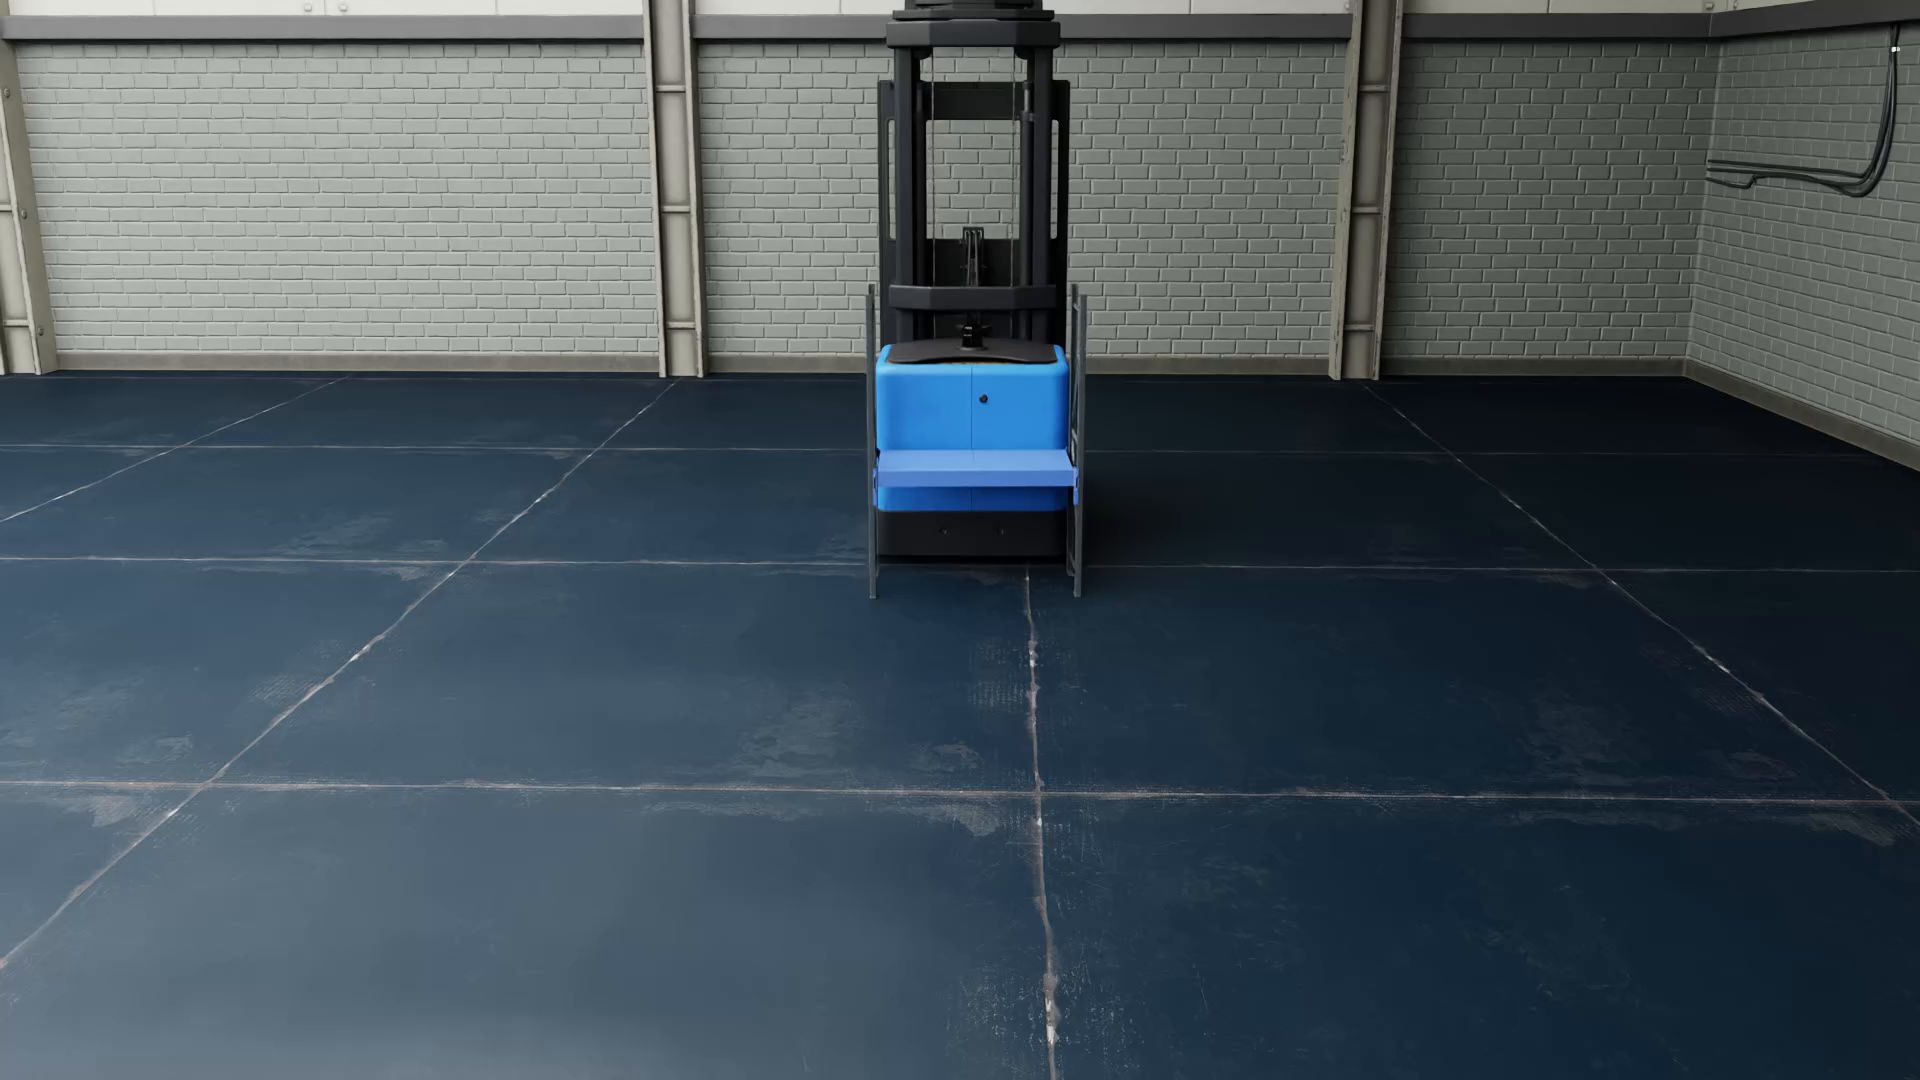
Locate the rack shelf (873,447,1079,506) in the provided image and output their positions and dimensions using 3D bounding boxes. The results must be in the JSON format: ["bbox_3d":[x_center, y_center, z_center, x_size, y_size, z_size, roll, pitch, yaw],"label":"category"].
[{"bbox_3d":[0.072,-0.323,8.330,1.000,0.185,0.538,0,15,-1],"label":"rack shelf"}]

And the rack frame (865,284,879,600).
[{"bbox_3d":[-0.436,-0.494,8.273,0.032,1.500,0.500,0,15,-1],"label":"rack frame"}]

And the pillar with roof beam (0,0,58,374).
[{"bbox_3d":[-8.592,-4.787,9.845,0.400,9.000,9.100,0,15,1],"label":"pillar with roof beam"}]

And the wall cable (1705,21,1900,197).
[{"bbox_3d":[6.426,-3.949,12.755,0.112,2.526,3.097,0,15,1],"label":"wall cable"}]

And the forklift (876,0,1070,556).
[{"bbox_3d":[0.079,-1.650,9.848,1.130,2.935,3.031,0,15,1],"label":"forklift"}]

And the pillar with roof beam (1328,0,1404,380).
[{"bbox_3d":[3.405,-4.709,9.549,0.400,9.000,9.100,0,15,1],"label":"pillar with roof beam"}]

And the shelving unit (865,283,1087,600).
[{"bbox_3d":[0.072,-0.497,8.284,1.048,1.500,0.538,0,15,-1],"label":"shelving unit"}]

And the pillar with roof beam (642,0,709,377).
[{"bbox_3d":[-2.594,-4.748,9.697,0.400,9.000,9.100,0,15,1],"label":"pillar with roof beam"}]

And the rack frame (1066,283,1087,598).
[{"bbox_3d":[0.580,-0.500,8.295,0.032,1.500,0.500,0,15,-1],"label":"rack frame"}]
